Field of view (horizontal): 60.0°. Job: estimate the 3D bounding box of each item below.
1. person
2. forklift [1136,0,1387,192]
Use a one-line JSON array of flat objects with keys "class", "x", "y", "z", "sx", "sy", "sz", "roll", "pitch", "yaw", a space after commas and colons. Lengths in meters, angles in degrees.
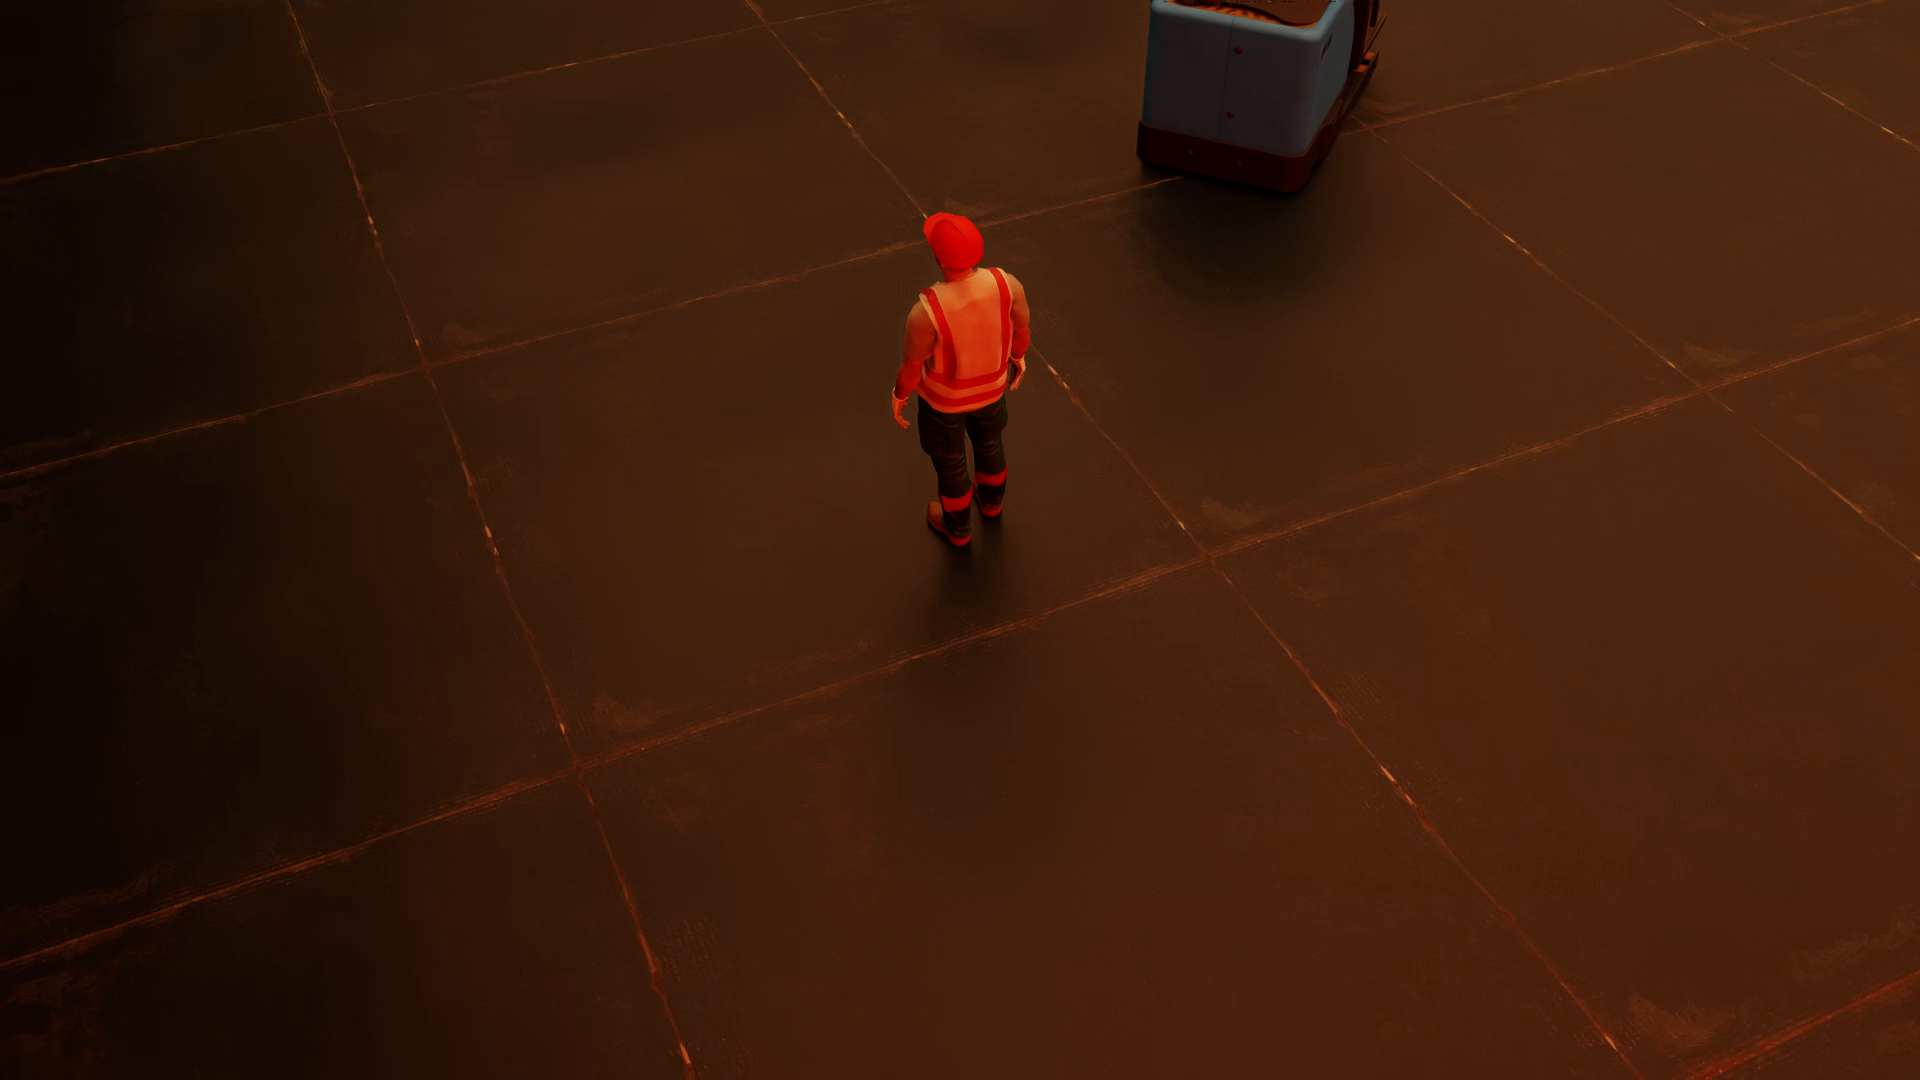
[{"class": "person", "x": -0.022, "y": -0.713, "z": 7.270, "sx": 0.637, "sy": 1.787, "sz": 0.564, "roll": -18, "pitch": 46, "yaw": -18}, {"class": "forklift", "x": 2.153, "y": -4.164, "z": 10.142, "sx": 1.130, "sy": 2.935, "sz": 3.031, "roll": 17, "pitch": 46, "yaw": 17}]
